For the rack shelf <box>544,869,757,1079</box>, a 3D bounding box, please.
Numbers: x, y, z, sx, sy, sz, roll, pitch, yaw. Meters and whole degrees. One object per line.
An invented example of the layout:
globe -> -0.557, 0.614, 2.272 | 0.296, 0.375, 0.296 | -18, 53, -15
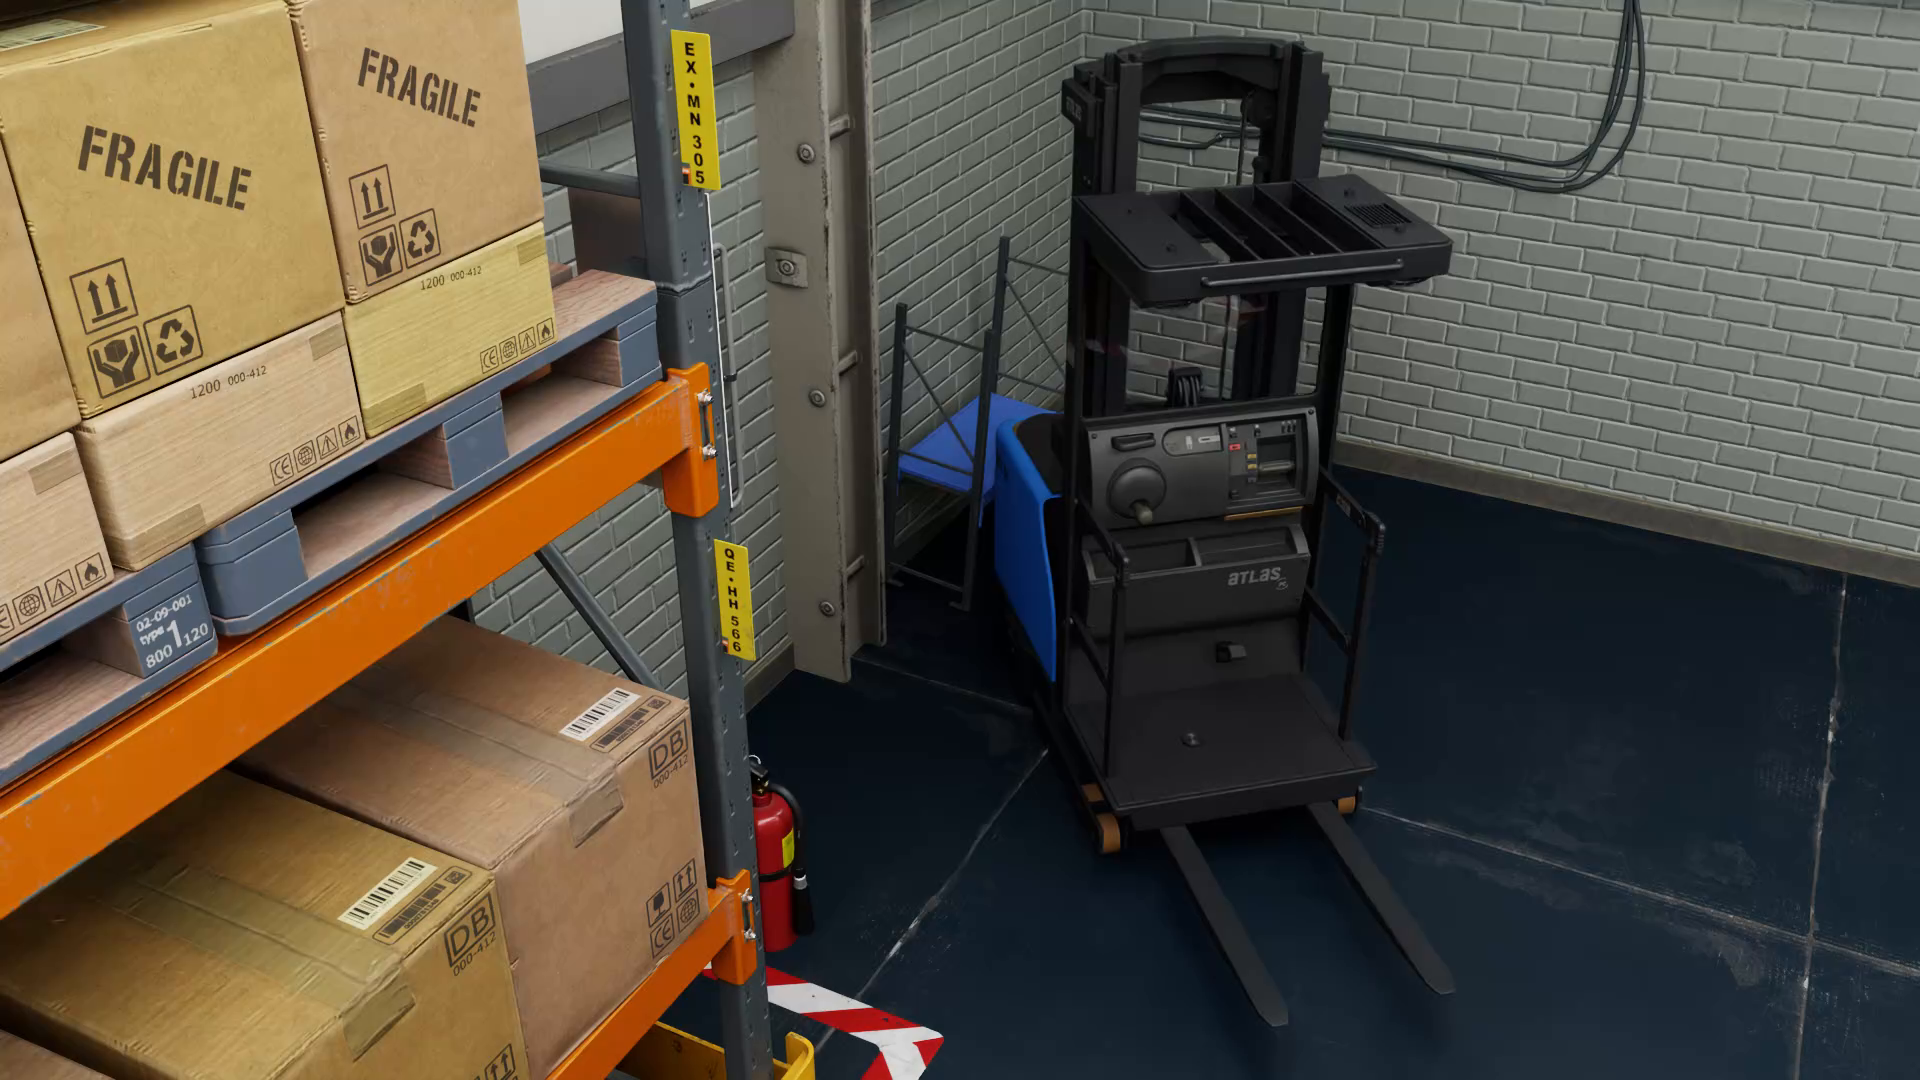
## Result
rack shelf -> -1.942, 1.824, 3.285 | 1.077, 0.370, 4.000 | 14, 33, 23

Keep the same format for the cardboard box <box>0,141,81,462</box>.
cardboard box -> -1.589, -0.322, 2.163 | 0.500, 0.500, 0.500 | 13, 32, 21

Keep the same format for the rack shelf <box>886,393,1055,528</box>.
rack shelf -> 0.116, -0.432, 8.318 | 0.538, 0.185, 1.000 | 19, 35, 22

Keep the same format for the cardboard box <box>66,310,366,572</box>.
cardboard box -> -1.364, -0.220, 2.738 | 0.500, 0.250, 0.500 | 13, 32, 21

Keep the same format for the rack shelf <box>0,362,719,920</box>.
rack shelf -> -1.942, 0.523, 2.538 | 1.077, 0.370, 4.000 | 14, 33, 23

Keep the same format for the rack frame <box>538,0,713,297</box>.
rack frame -> -1.031, -1.976, 3.155 | 1.000, 3.000, 0.127 | 14, 33, 23

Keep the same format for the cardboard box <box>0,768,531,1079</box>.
cardboard box -> -1.576, 1.048, 3.611 | 0.980, 0.700, 0.700 | 14, 33, 23

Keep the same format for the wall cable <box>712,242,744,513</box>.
wall cable -> -1.290, -0.598, 5.759 | 0.084, 1.984, 1.851 | 14, 33, 23

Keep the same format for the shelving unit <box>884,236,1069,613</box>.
shelving unit -> 0.128, -0.584, 8.222 | 0.538, 1.500, 1.048 | 19, 35, 22

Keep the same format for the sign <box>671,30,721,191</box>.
sign -> -0.554, -0.896, 3.476 | 0.100, 0.325, 0.005 | 14, 33, 23

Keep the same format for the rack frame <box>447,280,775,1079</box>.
rack frame -> -1.031, 0.625, 4.649 | 1.000, 3.000, 0.127 | 14, 33, 23

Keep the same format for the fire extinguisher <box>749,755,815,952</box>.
fire extinguisher -> -0.551, 0.858, 4.696 | 0.296, 0.674, 0.183 | 14, 33, 23

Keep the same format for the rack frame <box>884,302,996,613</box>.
rack frame -> -0.116, -0.362, 7.836 | 0.500, 1.500, 0.032 | 19, 35, 22

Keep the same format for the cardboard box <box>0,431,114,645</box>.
cardboard box -> -1.597, 0.012, 2.334 | 0.500, 0.250, 0.500 | 13, 32, 22

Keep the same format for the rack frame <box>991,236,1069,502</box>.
rack frame -> 0.373, -0.806, 8.609 | 0.500, 1.500, 0.032 | 19, 35, 22

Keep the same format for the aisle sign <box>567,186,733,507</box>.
aisle sign -> -0.731, -0.466, 3.939 | 0.394, 0.787, 0.004 | 14, 33, 23

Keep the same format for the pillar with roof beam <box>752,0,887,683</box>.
pillar with roof beam -> 3.261, -2.393, 3.881 | 9.100, 9.000, 0.400 | 14, 33, 23

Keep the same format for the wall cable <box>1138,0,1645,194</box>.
wall cable -> 1.864, -3.056, 8.154 | 3.097, 2.526, 0.112 | 14, 33, 23

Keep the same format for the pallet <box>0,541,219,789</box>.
pallet -> -1.914, 0.237, 2.402 | 1.003, 0.211, 1.213 | 14, 33, 23

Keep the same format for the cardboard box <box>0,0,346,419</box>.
cardboard box -> -1.359, -0.556, 2.569 | 0.500, 0.500, 0.500 | 15, 33, 25

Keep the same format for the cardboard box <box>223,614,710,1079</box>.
cardboard box -> -1.254, 0.723, 4.177 | 0.980, 0.700, 0.700 | 16, 33, 25

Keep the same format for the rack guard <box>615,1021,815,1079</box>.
rack guard -> -1.020, 1.698, 5.290 | 1.175, 0.500, 0.348 | 14, 33, 23

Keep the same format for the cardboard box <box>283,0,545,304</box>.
cardboard box -> -1.121, -0.775, 2.951 | 0.500, 0.500, 0.500 | 14, 33, 23

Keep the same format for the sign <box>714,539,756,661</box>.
sign -> -0.554, 0.150, 4.077 | 0.100, 0.325, 0.005 | 14, 33, 23

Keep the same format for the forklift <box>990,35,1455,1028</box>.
forklift -> 0.995, -0.238, 6.222 | 1.130, 2.935, 3.031 | -7, 31, -12

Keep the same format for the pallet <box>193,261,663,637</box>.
pallet -> -1.360, -0.306, 3.348 | 1.003, 0.211, 1.213 | 14, 33, 23

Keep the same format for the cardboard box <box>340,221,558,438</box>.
cardboard box -> -1.128, -0.451, 3.140 | 0.500, 0.250, 0.500 | 15, 33, 25
